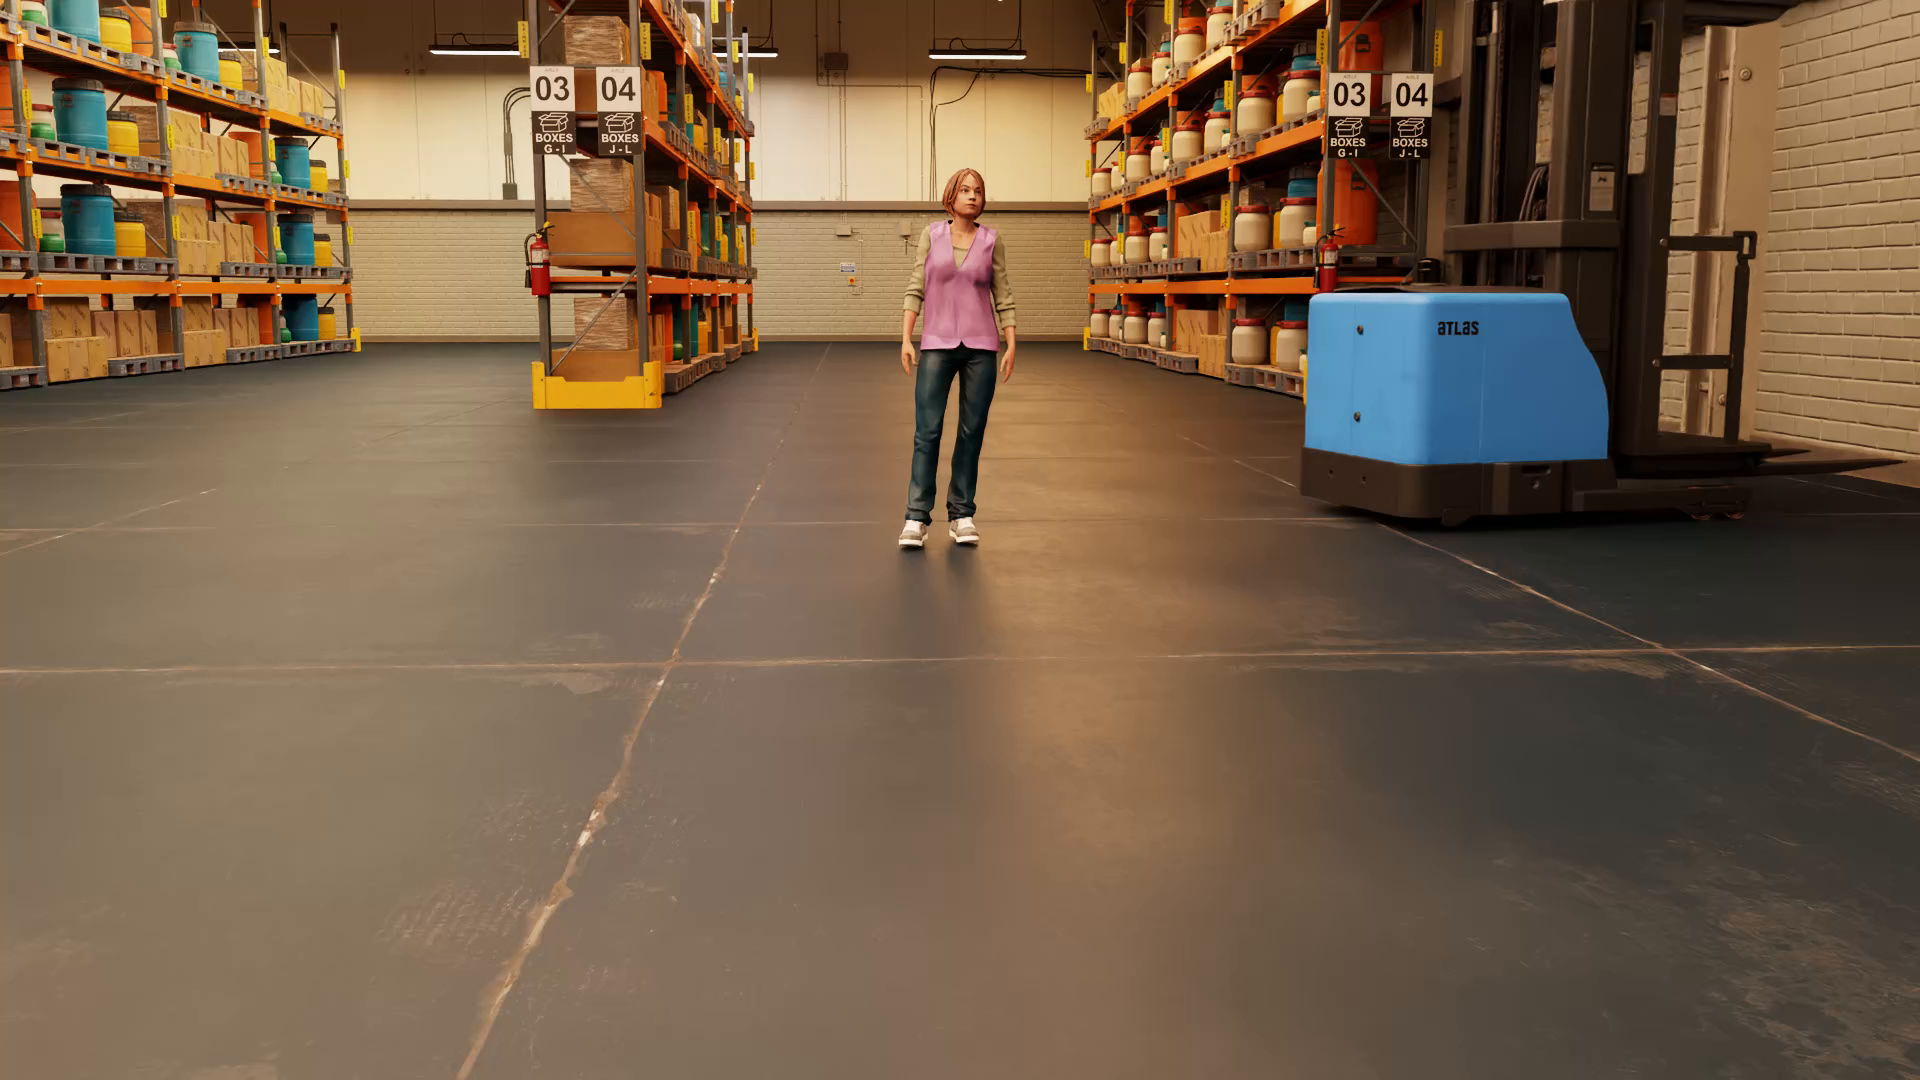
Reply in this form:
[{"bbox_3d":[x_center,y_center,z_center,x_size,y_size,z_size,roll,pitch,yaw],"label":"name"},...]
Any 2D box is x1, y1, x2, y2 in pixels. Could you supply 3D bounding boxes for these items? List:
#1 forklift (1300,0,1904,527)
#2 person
[{"bbox_3d":[3.287,-1.611,8.182,3.031,2.935,1.130,-3,9,-17],"label":"forklift"},{"bbox_3d":[-0.010,-0.786,7.117,0.520,1.599,0.473,-1,8,-4],"label":"person"}]
